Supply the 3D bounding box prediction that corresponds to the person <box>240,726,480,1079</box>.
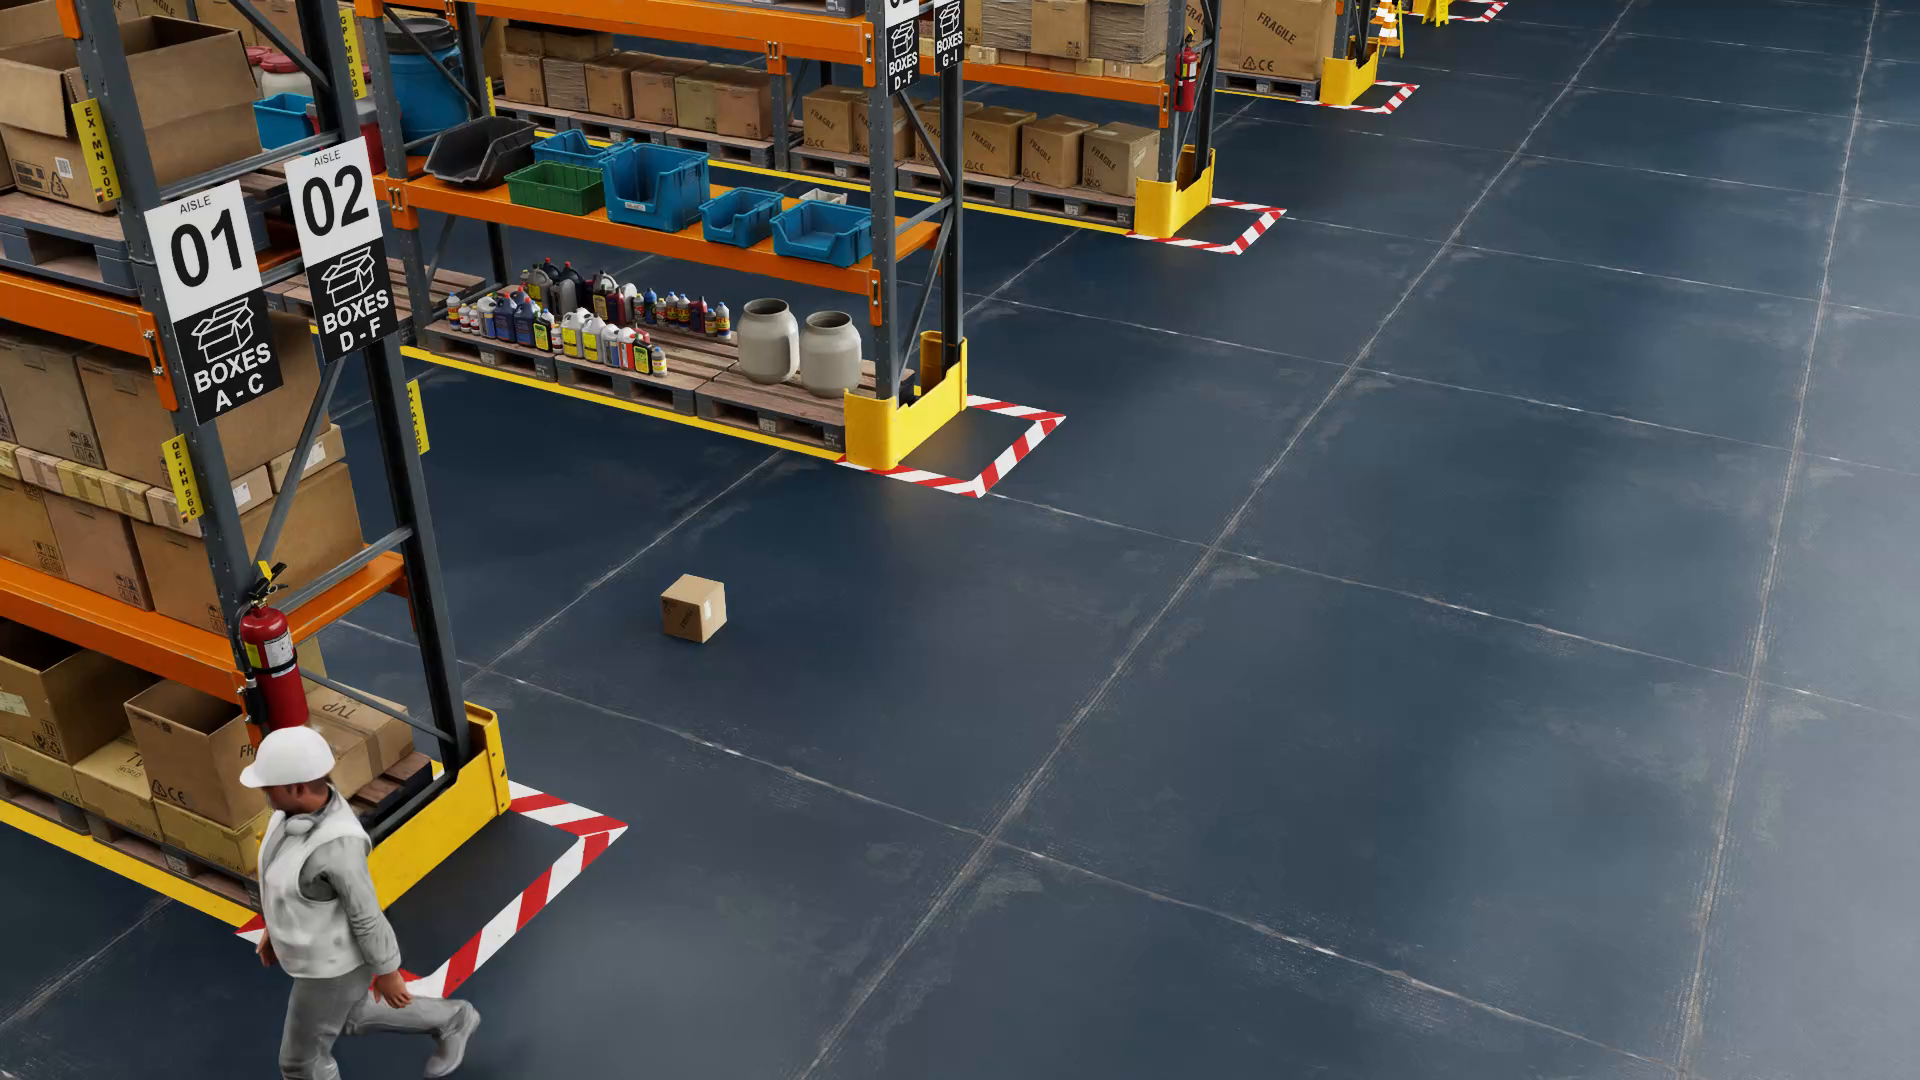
[{"bbox_3d":[-2.198,1.402,5.833,0.899,1.734,0.569,-17,34,-27],"label":"person"}]
